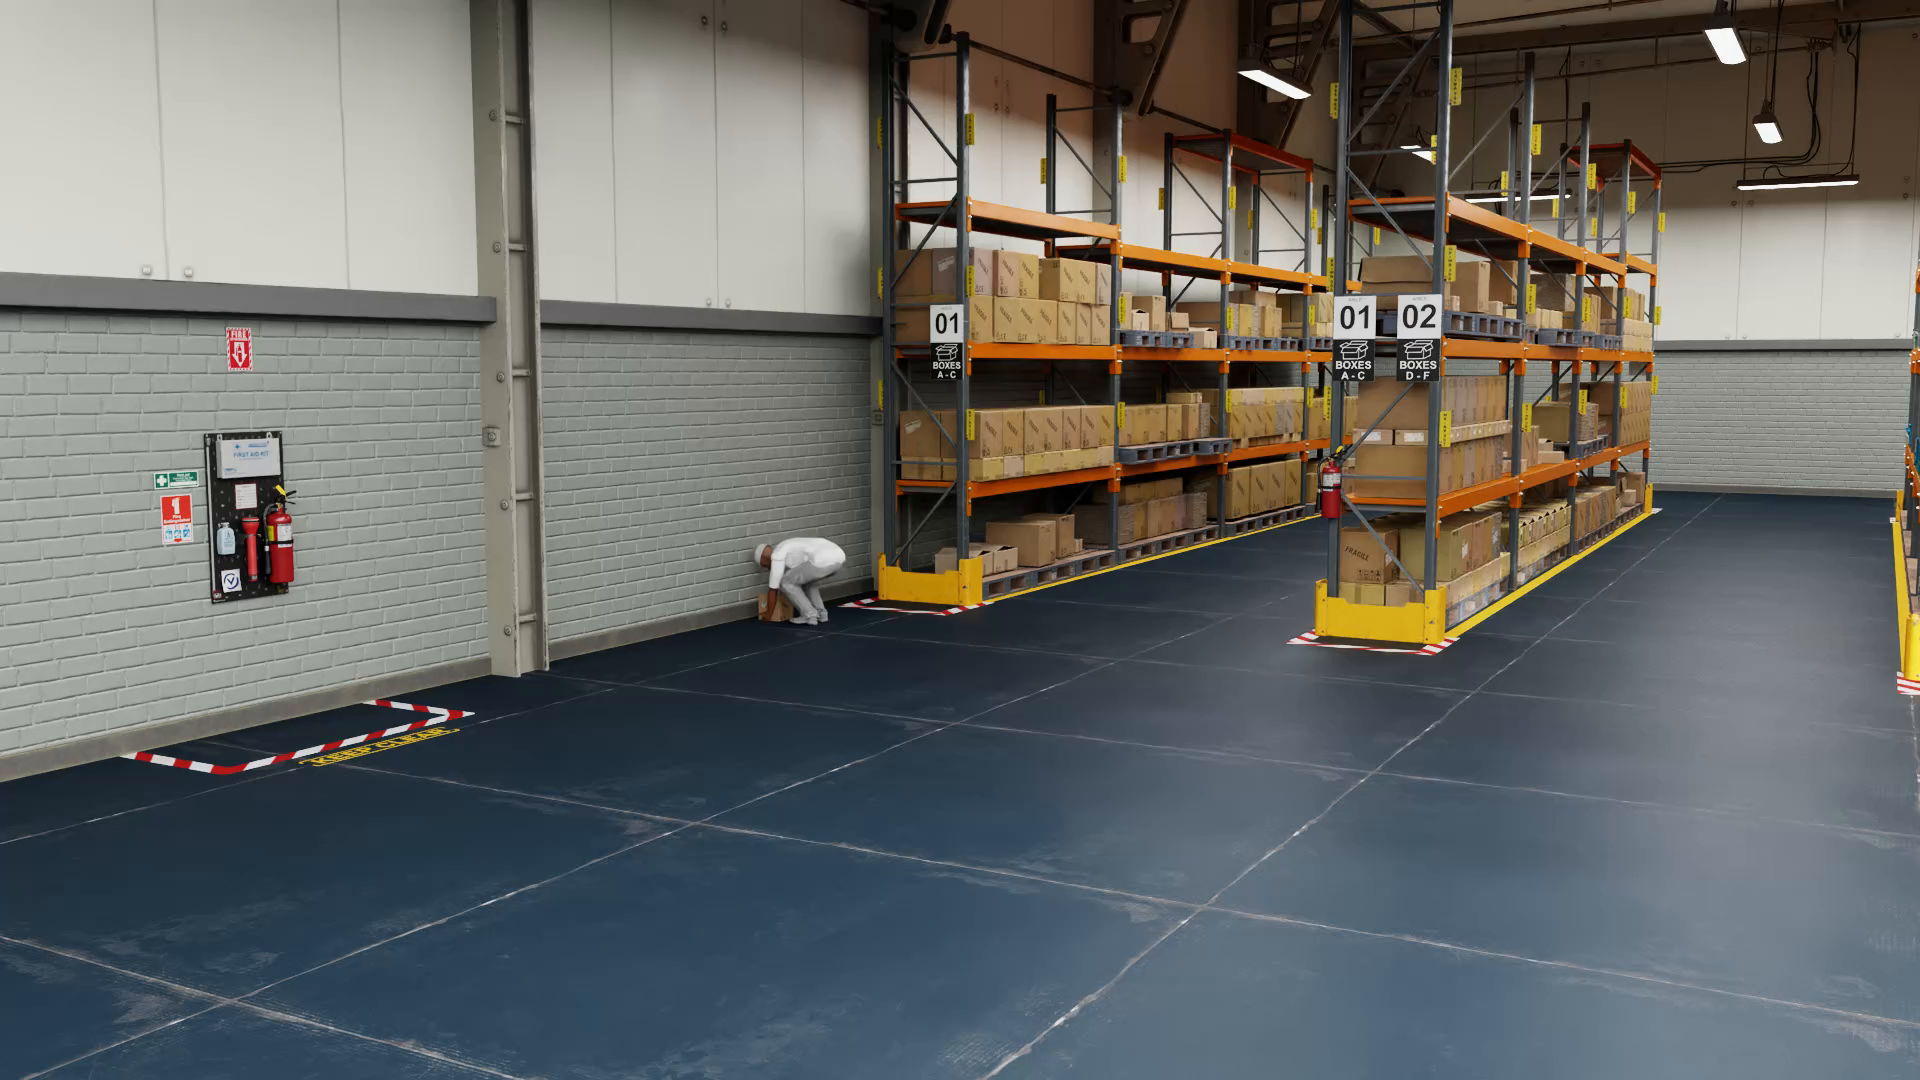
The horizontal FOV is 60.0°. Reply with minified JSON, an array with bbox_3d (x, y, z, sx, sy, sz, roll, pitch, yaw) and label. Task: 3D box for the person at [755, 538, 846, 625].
[{"bbox_3d":[-1.631,0.408,16.647,0.980,0.864,0.510,3,7,27],"label":"person"}]
